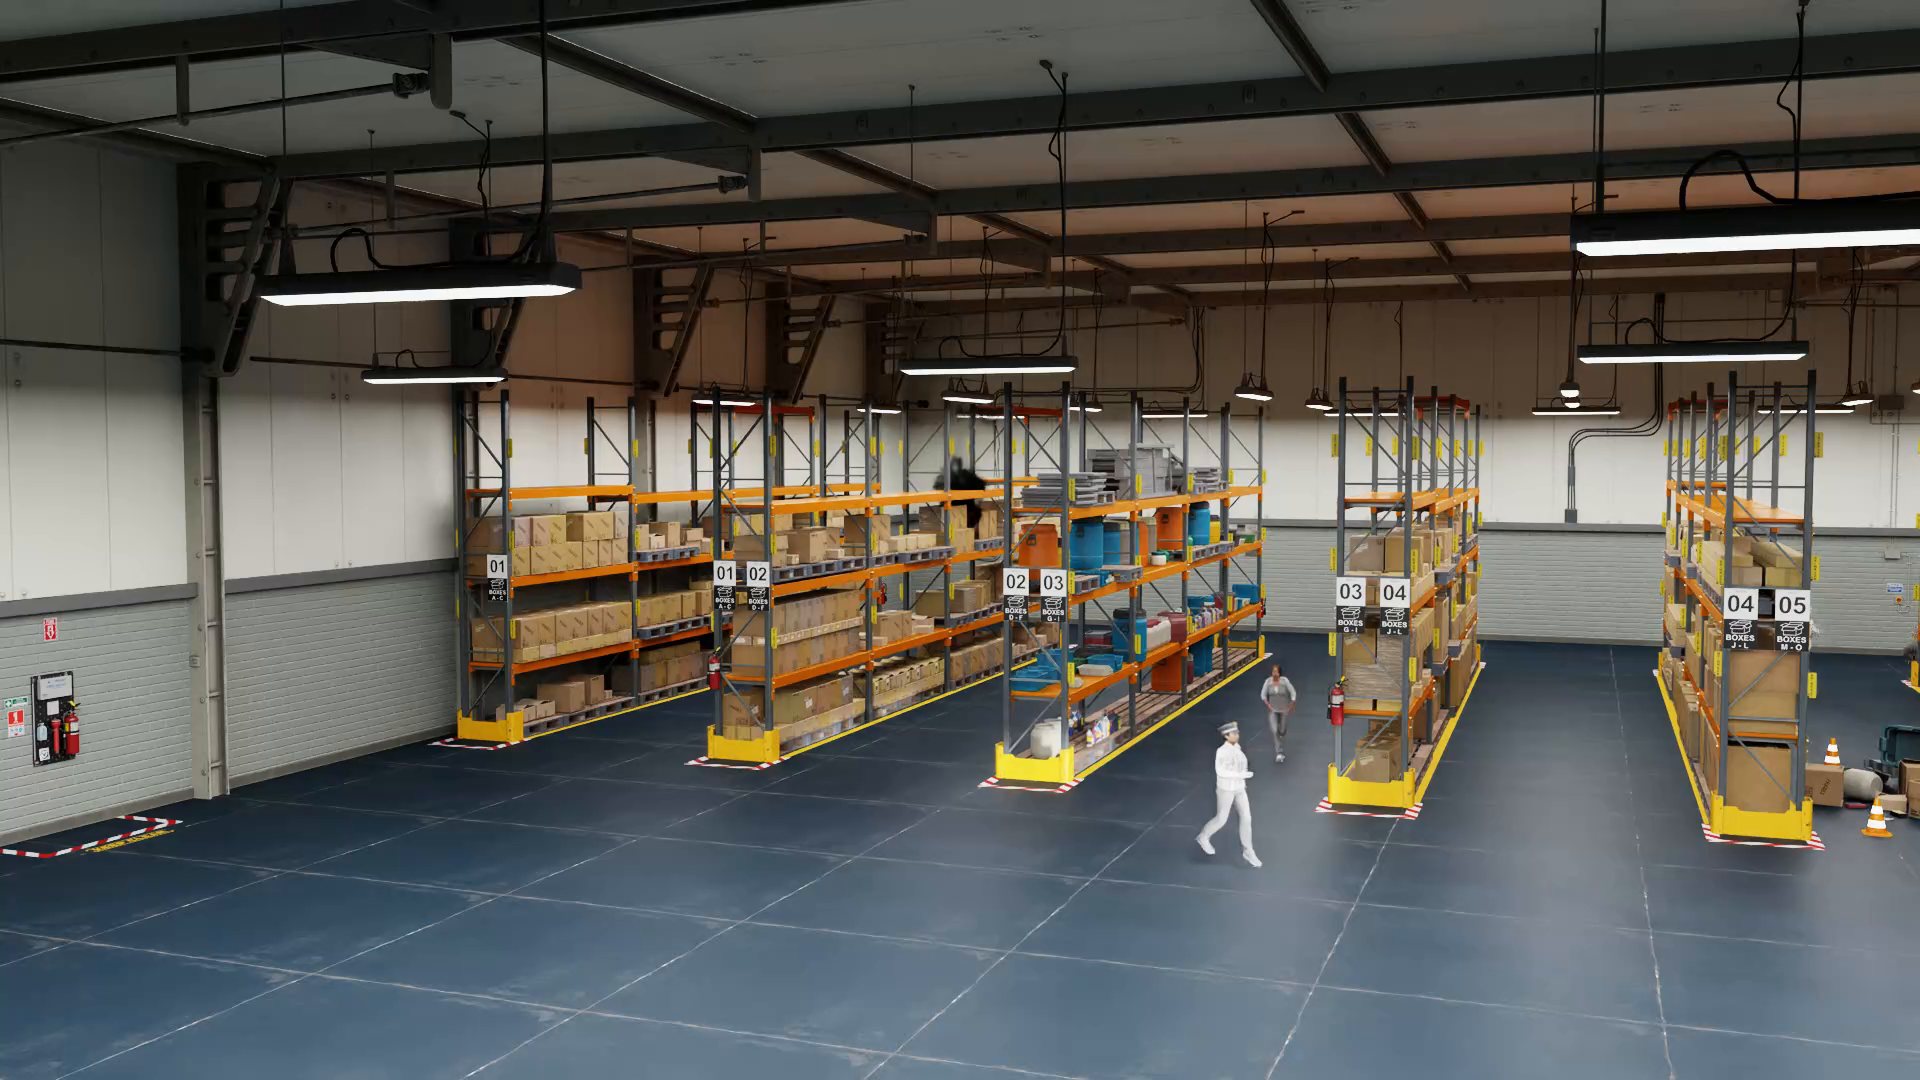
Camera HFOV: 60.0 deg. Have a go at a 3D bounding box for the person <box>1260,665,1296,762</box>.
[{"bbox_3d":[5.138,2.770,26.850,0.567,1.565,0.665,1,3,13],"label":"person"}]

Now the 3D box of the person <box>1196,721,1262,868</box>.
[{"bbox_3d":[3.246,3.036,20.077,0.896,1.724,0.600,3,4,45],"label":"person"}]

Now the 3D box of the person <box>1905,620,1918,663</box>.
[{"bbox_3d":[20.915,2.182,36.206,0.707,1.687,0.600,-3,4,-40],"label":"person"}]
